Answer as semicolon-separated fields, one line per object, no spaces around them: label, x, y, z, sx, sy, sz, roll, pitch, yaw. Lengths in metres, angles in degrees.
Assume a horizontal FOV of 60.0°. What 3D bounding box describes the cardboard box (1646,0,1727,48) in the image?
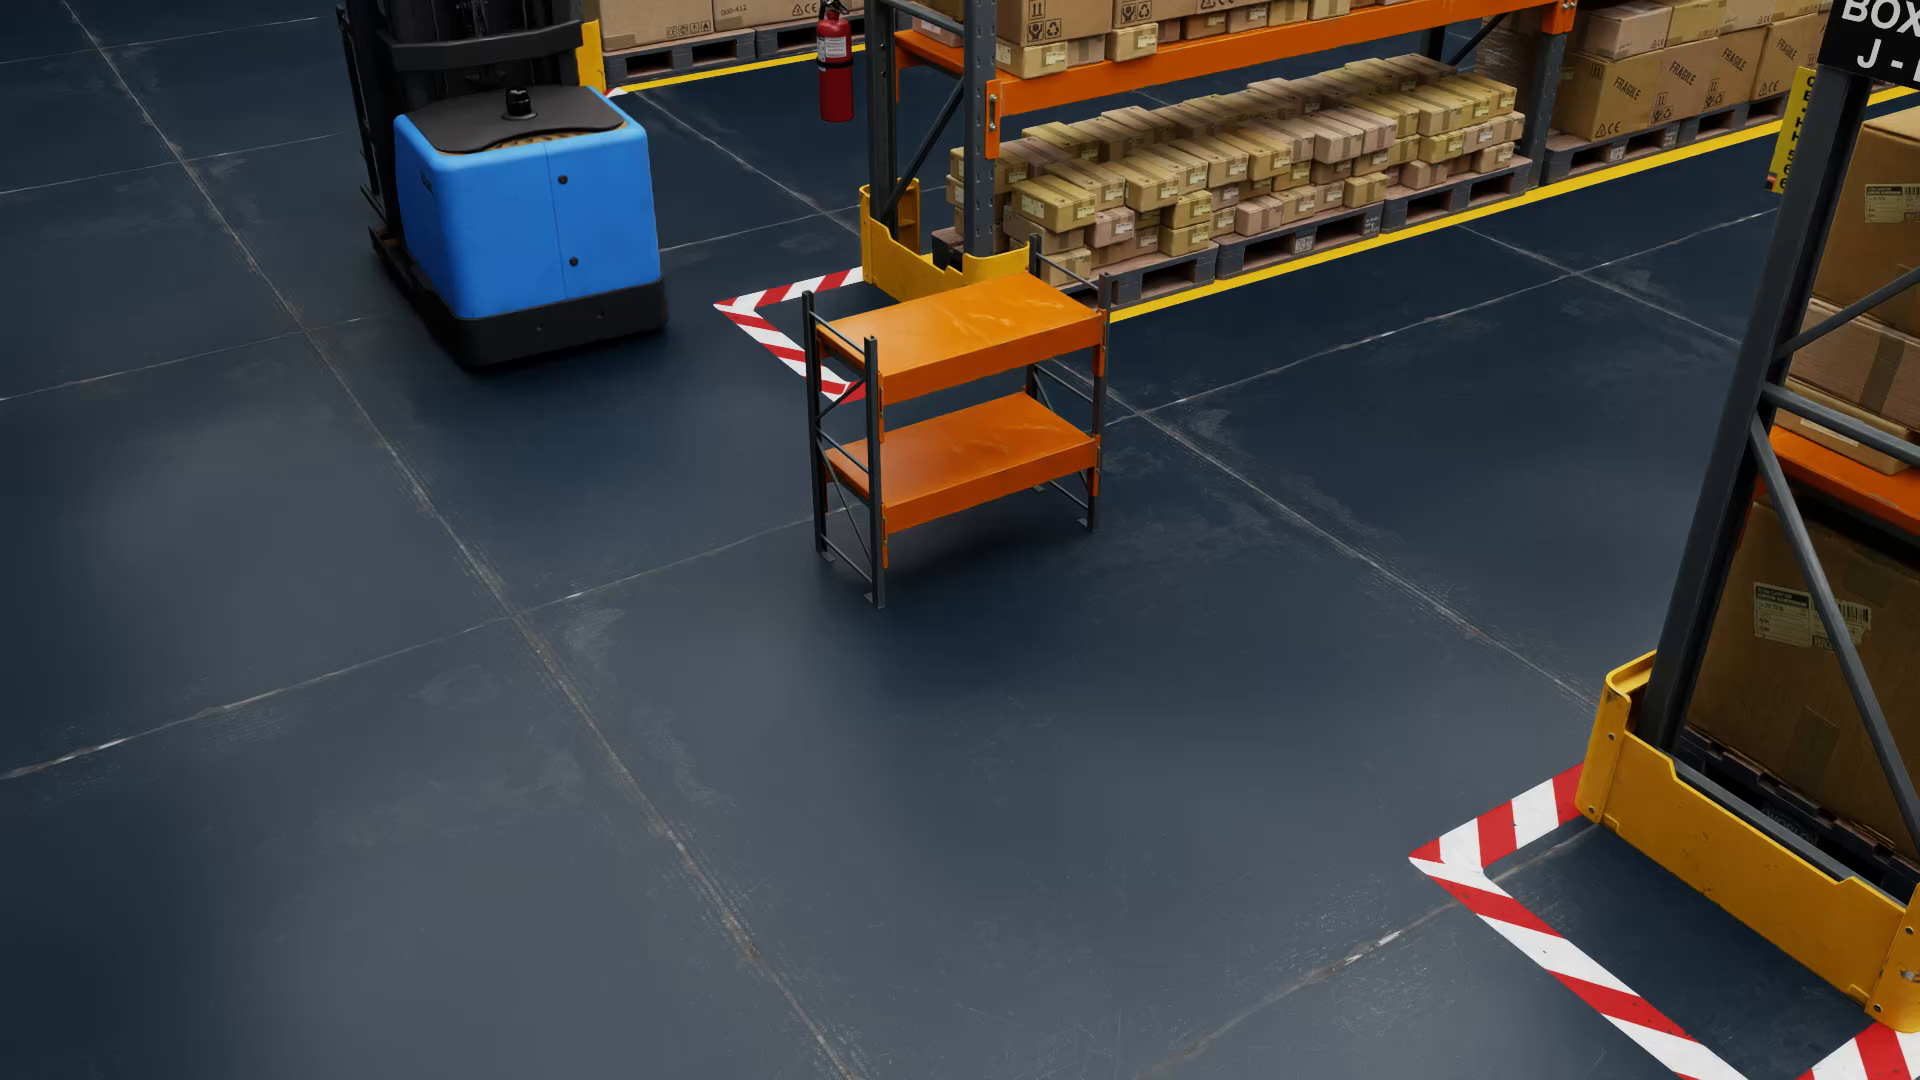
cardboard box;4.417;-3.309;10.430;0.500;0.250;0.500;-18;36;-26

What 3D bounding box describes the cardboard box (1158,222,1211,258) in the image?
cardboard box;1.114;-1.656;8.843;0.250;0.149;0.380;-18;37;-27

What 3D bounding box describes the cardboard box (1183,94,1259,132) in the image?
cardboard box;1.478;-2.397;9.460;0.250;0.149;0.380;-19;37;-27

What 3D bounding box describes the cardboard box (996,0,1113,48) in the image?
cardboard box;0.372;-2.639;7.749;0.500;0.500;0.500;-17;36;-25

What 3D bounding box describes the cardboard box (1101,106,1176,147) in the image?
cardboard box;0.991;-2.283;9.278;0.250;0.149;0.380;-18;36;-26

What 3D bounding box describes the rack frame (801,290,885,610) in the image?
rack frame;-0.433;-0.327;6.214;0.032;1.125;0.500;-19;37;-27

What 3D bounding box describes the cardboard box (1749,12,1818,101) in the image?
cardboard box;5.283;-3.282;11.090;0.500;0.500;0.500;-21;38;-29

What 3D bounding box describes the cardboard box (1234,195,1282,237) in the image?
cardboard box;1.533;-1.806;9.080;0.250;0.149;0.380;-21;38;-30

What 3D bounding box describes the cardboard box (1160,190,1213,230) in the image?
cardboard box;1.117;-1.788;8.773;0.250;0.149;0.380;-18;36;-26

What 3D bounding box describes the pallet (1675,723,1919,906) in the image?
pallet;3.077;0.702;5.439;1.213;0.211;1.003;-19;37;-27

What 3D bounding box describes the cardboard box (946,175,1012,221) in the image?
cardboard box;0.134;-1.843;8.860;0.250;0.149;0.380;-20;37;-29

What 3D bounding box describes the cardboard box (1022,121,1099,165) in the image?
cardboard box;0.544;-2.134;9.042;0.250;0.149;0.380;-20;37;-28

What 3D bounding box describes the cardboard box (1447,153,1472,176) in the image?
cardboard box;2.798;-2.289;9.846;0.250;0.149;0.380;-18;36;-26

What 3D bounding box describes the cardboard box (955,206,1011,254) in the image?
cardboard box;0.174;-1.682;8.884;0.250;0.149;0.380;-18;37;-26

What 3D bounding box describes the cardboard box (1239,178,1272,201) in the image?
cardboard box;1.494;-2.005;9.116;0.250;0.149;0.380;-17;36;-25

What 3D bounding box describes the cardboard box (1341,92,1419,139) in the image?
cardboard box;2.390;-2.418;9.493;0.250;0.149;0.380;-18;36;-26

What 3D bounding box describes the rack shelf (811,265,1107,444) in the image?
rack shelf;-0.006;-0.721;6.291;1.000;0.278;0.538;-19;37;-27

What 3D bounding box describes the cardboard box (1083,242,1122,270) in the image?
cardboard box;0.634;-1.557;8.685;0.250;0.149;0.380;-19;37;-27

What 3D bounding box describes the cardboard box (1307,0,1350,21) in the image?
cardboard box;1.819;-2.843;8.681;0.250;0.149;0.380;-18;37;-26

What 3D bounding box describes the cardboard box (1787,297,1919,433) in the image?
cardboard box;2.711;-0.533;4.645;0.500;0.250;0.500;-20;37;-28

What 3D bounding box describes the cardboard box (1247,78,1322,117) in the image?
cardboard box;1.890;-2.567;9.729;0.250;0.149;0.380;-18;37;-26

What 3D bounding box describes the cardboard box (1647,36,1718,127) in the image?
cardboard box;4.415;-2.990;10.627;0.500;0.500;0.500;-17;36;-25

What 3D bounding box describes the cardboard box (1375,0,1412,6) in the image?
cardboard box;2.237;-2.998;8.927;0.250;0.149;0.380;-21;38;-29

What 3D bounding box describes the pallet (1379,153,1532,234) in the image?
pallet;2.662;-2.232;10.090;1.213;0.211;1.003;-19;37;-27

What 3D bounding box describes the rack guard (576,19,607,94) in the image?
rack guard;-2.942;-3.591;11.974;0.348;0.500;1.175;-19;37;-27

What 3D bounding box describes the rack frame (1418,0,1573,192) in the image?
rack frame;3.207;-3.621;9.679;0.127;3.000;1.000;-19;37;-27

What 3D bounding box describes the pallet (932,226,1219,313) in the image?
pallet;0.611;-1.526;8.972;1.213;0.211;1.003;-19;37;-27

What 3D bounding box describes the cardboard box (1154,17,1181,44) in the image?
cardboard box;0.885;-2.587;8.276;0.250;0.149;0.380;-17;36;-25

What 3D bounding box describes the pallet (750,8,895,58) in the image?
pallet;-1.268;-4.093;13.040;1.213;0.211;1.003;-19;37;-27

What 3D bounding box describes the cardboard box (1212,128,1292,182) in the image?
cardboard box;1.565;-2.077;8.951;0.250;0.149;0.380;-18;37;-27

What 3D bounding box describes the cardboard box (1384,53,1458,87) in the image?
cardboard box;2.805;-2.838;10.158;0.250;0.149;0.380;-17;36;-25

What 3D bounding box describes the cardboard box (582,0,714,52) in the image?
cardboard box;-2.422;-3.985;12.263;0.875;0.438;0.875;-20;38;-29

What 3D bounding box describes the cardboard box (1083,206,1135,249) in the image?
cardboard box;0.685;-1.653;8.558;0.250;0.149;0.380;-19;37;-27

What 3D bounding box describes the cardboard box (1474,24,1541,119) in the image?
cardboard box;3.692;-3.068;10.752;0.500;0.500;0.500;-20;37;-28

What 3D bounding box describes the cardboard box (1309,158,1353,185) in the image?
cardboard box;1.974;-2.137;9.325;0.250;0.149;0.380;-21;38;-29

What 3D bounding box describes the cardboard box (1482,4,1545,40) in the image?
cardboard box;3.696;-3.387;10.555;0.500;0.250;0.500;-20;37;-29

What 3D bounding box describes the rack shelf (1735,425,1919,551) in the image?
rack shelf;4.128;-0.485;5.382;4.000;0.370;1.077;-19;37;-27

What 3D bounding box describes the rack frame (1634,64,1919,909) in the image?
rack frame;2.447;-0.211;4.273;0.127;3.000;1.000;-19;37;-27

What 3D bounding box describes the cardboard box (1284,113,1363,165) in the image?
cardboard box;1.992;-2.215;9.171;0.250;0.149;0.380;-20;38;-29

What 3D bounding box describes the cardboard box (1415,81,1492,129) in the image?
cardboard box;2.856;-2.533;9.675;0.250;0.149;0.380;-18;37;-27

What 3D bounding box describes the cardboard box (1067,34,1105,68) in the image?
cardboard box;0.486;-2.397;7.974;0.250;0.149;0.380;-18;36;-26

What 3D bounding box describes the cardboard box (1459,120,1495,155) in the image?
cardboard box;2.894;-2.401;9.745;0.250;0.149;0.380;-21;38;-29

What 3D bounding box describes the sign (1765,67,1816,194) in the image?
sign;2.165;-1.049;4.293;0.005;0.325;0.100;-19;37;-27

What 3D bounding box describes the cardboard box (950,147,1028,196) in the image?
cardboard box;0.152;-1.955;8.758;0.250;0.149;0.380;-19;37;-27

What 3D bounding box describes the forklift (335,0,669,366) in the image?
forklift;-2.621;-2.830;8.489;1.130;2.935;3.031;-17;36;-24

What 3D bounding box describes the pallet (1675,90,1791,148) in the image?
pallet;4.887;-3.022;11.343;1.213;0.211;1.003;-19;37;-27

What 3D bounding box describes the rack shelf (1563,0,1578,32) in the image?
rack shelf;4.888;-3.895;10.787;4.000;0.370;1.077;-19;37;-27

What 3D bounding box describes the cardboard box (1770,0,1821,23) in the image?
cardboard box;5.282;-3.609;10.906;0.500;0.250;0.500;-18;36;-26

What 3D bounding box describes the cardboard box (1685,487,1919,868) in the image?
cardboard box;2.942;0.289;5.078;0.875;0.875;0.875;-19;37;-27

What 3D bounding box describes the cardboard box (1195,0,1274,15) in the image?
cardboard box;1.226;-2.941;8.228;0.500;0.500;0.500;-18;37;-27

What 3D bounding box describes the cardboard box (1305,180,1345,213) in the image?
cardboard box;1.936;-1.982;9.359;0.250;0.149;0.380;-18;37;-26

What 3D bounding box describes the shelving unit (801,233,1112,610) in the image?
shelving unit;-0.006;-0.474;6.447;1.048;1.125;0.538;-19;37;-27

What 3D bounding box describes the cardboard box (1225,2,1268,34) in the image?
cardboard box;1.349;-2.713;8.475;0.250;0.149;0.380;-20;37;-28

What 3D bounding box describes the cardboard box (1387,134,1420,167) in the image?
cardboard box;2.414;-2.287;9.564;0.250;0.149;0.380;-19;37;-27

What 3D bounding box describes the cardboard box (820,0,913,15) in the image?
cardboard box;-0.898;-4.513;13.101;0.875;0.438;0.875;-20;37;-29

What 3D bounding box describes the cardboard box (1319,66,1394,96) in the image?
cardboard box;2.356;-2.690;9.923;0.250;0.149;0.380;-20;37;-28

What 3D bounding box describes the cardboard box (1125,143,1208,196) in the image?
cardboard box;1.081;-1.945;8.743;0.250;0.149;0.380;-21;38;-30

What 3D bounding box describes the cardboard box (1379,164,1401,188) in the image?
cardboard box;2.324;-2.162;9.644;0.250;0.149;0.380;-20;37;-28

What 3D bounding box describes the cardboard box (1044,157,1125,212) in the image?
cardboard box;0.636;-1.821;8.546;0.250;0.149;0.380;-18;37;-26
